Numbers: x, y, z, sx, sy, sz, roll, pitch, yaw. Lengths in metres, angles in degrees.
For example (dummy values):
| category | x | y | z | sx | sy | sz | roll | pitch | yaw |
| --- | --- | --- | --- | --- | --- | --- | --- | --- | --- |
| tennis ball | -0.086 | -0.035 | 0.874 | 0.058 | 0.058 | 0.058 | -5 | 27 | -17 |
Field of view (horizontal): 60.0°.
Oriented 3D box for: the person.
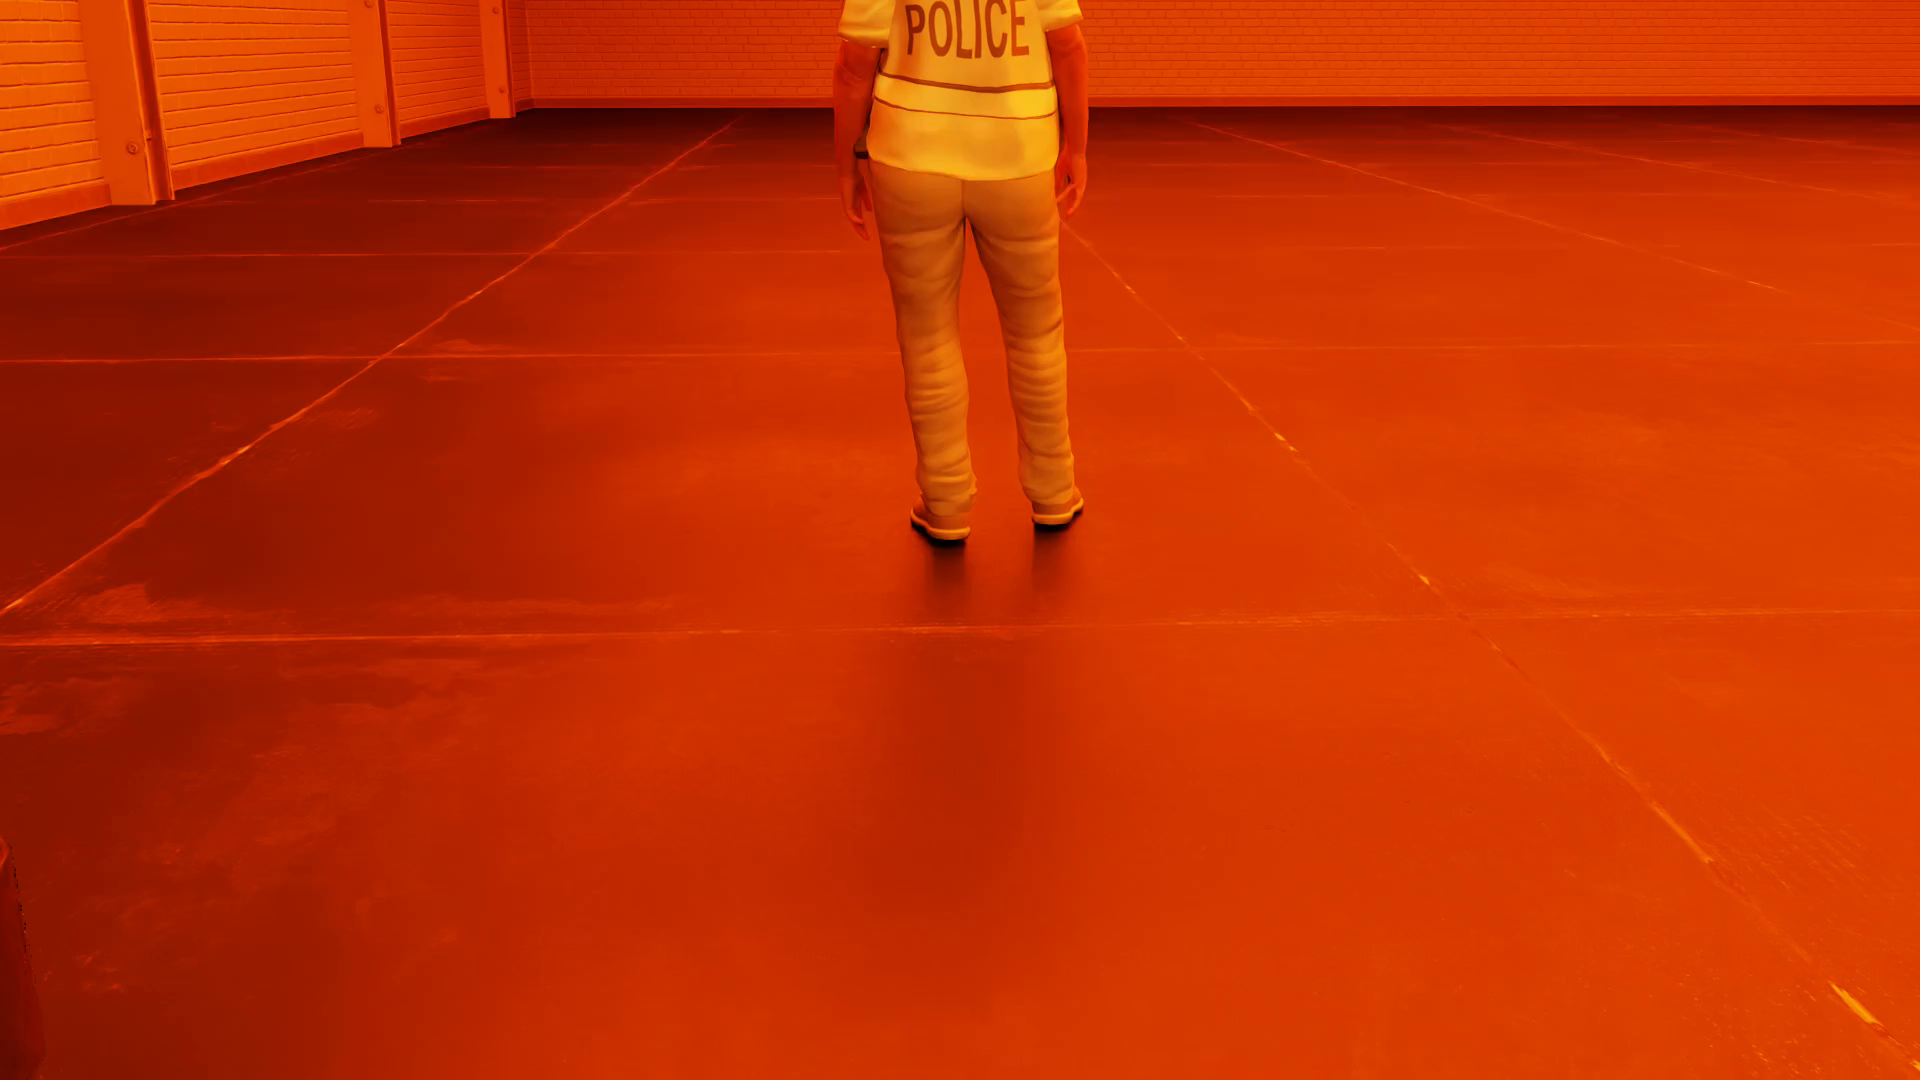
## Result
| category | x | y | z | sx | sy | sz | roll | pitch | yaw |
| --- | --- | --- | --- | --- | --- | --- | --- | --- | --- |
| person | 0.019 | -0.826 | 3.747 | 0.598 | 1.670 | 0.529 | -1 | 17 | -3 |
